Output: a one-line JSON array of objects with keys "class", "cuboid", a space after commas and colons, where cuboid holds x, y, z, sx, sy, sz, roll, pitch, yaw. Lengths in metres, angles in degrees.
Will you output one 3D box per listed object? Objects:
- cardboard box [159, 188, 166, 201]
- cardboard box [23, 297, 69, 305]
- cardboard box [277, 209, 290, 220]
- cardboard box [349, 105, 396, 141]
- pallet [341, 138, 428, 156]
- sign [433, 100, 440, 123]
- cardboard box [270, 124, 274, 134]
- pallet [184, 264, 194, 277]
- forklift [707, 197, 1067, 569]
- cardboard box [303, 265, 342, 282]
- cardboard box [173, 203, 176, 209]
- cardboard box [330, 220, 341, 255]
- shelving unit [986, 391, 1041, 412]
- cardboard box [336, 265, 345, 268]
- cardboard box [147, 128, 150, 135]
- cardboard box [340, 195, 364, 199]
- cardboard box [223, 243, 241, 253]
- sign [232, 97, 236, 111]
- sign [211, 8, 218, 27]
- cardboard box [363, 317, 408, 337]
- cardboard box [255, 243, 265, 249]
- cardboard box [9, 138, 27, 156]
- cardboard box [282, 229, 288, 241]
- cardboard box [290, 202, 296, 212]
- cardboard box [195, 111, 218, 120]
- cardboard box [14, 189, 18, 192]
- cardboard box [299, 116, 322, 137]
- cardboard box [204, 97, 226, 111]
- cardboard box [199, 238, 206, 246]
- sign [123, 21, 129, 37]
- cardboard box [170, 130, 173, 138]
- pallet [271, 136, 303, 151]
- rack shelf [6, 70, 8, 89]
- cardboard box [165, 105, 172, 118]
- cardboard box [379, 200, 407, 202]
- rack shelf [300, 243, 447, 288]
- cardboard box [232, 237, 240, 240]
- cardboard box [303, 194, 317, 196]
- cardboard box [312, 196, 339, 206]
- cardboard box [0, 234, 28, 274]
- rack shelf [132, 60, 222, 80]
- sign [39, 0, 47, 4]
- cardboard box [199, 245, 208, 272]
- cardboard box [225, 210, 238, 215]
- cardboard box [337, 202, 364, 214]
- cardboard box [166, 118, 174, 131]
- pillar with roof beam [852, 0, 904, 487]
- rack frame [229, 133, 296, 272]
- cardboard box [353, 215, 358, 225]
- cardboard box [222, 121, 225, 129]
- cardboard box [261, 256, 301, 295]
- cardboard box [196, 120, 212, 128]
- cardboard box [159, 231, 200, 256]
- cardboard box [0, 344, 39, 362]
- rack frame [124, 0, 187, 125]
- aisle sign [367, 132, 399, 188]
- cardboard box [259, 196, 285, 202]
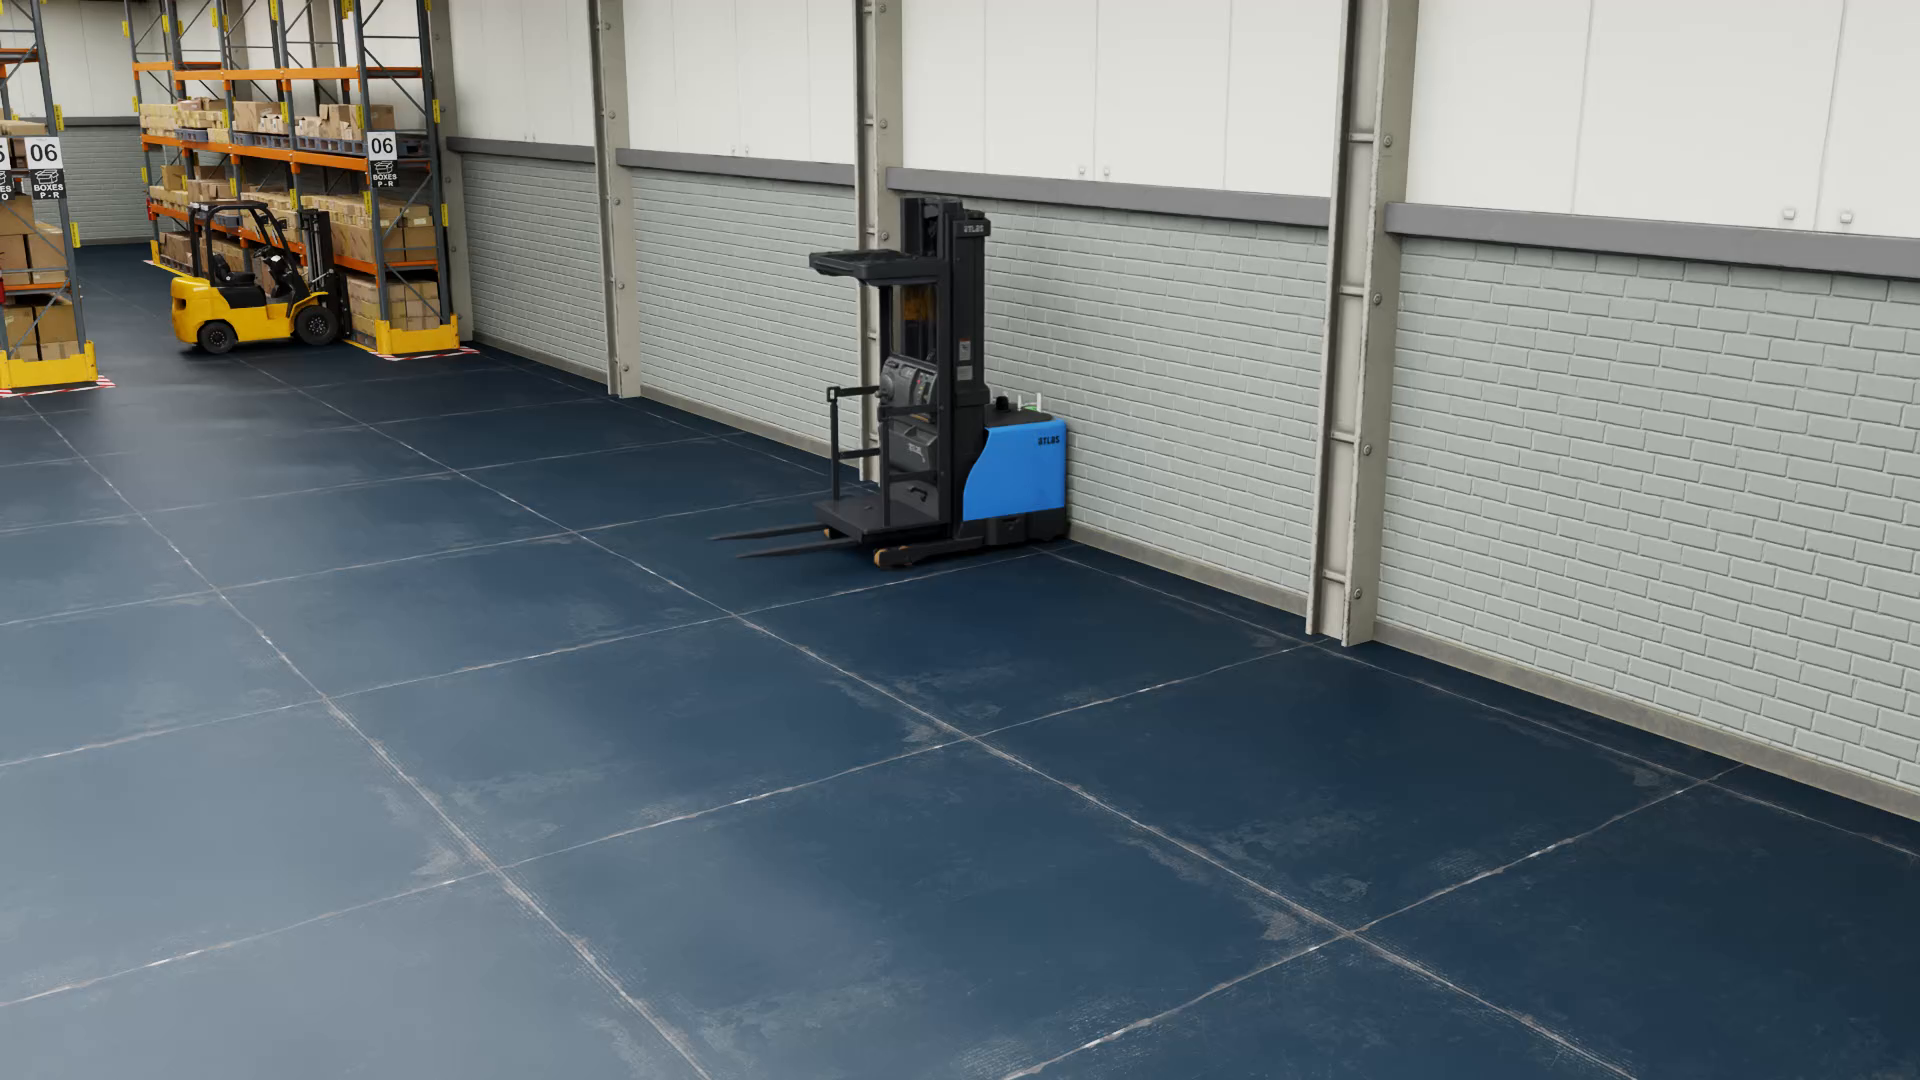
[{"class": "cardboard box", "cuboid": [-16.912, -7.442, 35.807, 0.500, 0.250, 0.500, -11, 19, -36]}, {"class": "cardboard box", "cuboid": [-12.739, -3.107, 23.237, 0.500, 0.500, 0.500, -12, 19, -37]}, {"class": "cardboard box", "cuboid": [-11.306, -5.506, 28.347, 0.500, 0.250, 0.500, -11, 19, -36]}, {"class": "cardboard box", "cuboid": [-8.608, -6.111, 24.366, 0.500, 0.500, 0.500, -10, 18, -33]}, {"class": "pallet", "cuboid": [-8.545, -5.868, 24.819, 1.003, 0.211, 1.213, -11, 19, -35]}, {"class": "sign", "cuboid": [-7.698, -6.300, 24.425, 0.100, 0.325, 0.005, -11, 19, -35]}, {"class": "cardboard box", "cuboid": [-11.394, -6.927, 28.012, 0.380, 0.149, 0.250, -11, 19, -35]}, {"class": "pallet", "cuboid": [-15.609, -5.673, 34.904, 1.003, 0.211, 1.213, -11, 19, -35]}, {"class": "forklift", "cuboid": [-0.611, -1.332, 13.890, 3.031, 2.935, 1.130, -8, 17, -28]}, {"class": "cardboard box", "cuboid": [-10.472, -4.370, 27.378, 0.500, 0.250, 0.500, -11, 19, -35]}, {"class": "cardboard box", "cuboid": [-16.491, -7.111, 35.352, 0.380, 0.149, 0.250, -11, 19, -35]}, {"class": "cardboard box", "cuboid": [-9.556, -4.749, 26.054, 0.500, 0.500, 0.500, -11, 19, -34]}, {"class": "shelving unit", "cuboid": [0.480, -0.714, 14.873, 0.258, 1.200, 0.503, -9, 12, -35]}, {"class": "cardboard box", "cuboid": [-10.056, -4.446, 27.659, 0.500, 0.250, 0.500, -10, 18, -33]}, {"class": "cardboard box", "cuboid": [-17.559, -8.947, 36.377, 0.380, 0.149, 0.250, -10, 18, -33]}, {"class": "cardboard box", "cuboid": [-9.956, -5.586, 27.323, 0.380, 0.149, 0.250, -11, 19, -36]}, {"class": "cardboard box", "cuboid": [-14.106, -5.680, 32.359, 0.380, 0.149, 0.250, -12, 19, -37]}, {"class": "sign", "cuboid": [-14.759, -8.844, 33.800, 0.100, 0.325, 0.005, -11, 19, -35]}, {"class": "sign", "cuboid": [-13.287, -9.313, 29.637, 0.100, 0.325, 0.005, -11, 19, -35]}, {"class": "cardboard box", "cuboid": [-8.682, -3.236, 25.132, 0.500, 0.250, 0.500, -11, 19, -34]}, {"class": "cardboard box", "cuboid": [-13.532, -5.709, 32.463, 0.380, 0.149, 0.250, -11, 19, -36]}, {"class": "cardboard box", "cuboid": [-12.243, -5.204, 21.947, 0.500, 0.250, 0.500, -11, 19, -36]}, {"class": "cardboard box", "cuboid": [-11.310, -5.264, 28.411, 0.500, 0.250, 0.500, -11, 19, -35]}, {"class": "cardboard box", "cuboid": [-11.049, -5.615, 27.991, 0.380, 0.149, 0.250, -11, 19, -35]}, {"class": "cardboard box", "cuboid": [-14.432, -8.140, 31.879, 0.380, 0.149, 0.250, -11, 19, -34]}, {"class": "cardboard box", "cuboid": [-13.496, -4.617, 23.116, 0.700, 0.500, 0.500, -11, 19, -35]}, {"class": "cardboard box", "cuboid": [-10.210, -6.602, 26.518, 0.500, 0.311, 0.500, -10, 18, -33]}, {"class": "cardboard box", "cuboid": [-14.788, -8.685, 33.086, 0.396, 0.266, 0.258, -11, 19, -35]}, {"class": "cardboard box", "cuboid": [-15.210, -6.063, 33.757, 0.380, 0.149, 0.250, -10, 18, -32]}, {"class": "sign", "cuboid": [-17.997, -11.023, 35.887, 0.100, 0.325, 0.005, -11, 19, -35]}, {"class": "cardboard box", "cuboid": [-16.089, -8.392, 34.351, 0.380, 0.149, 0.250, -11, 19, -35]}, {"class": "pallet", "cuboid": [-11.031, -6.704, 28.068, 0.805, 0.209, 1.217, -12, 19, -37]}, {"class": "rack shelf", "cuboid": [-15.691, -7.172, 25.856, 1.077, 0.370, 4.000, -11, 19, -35]}, {"class": "cardboard box", "cuboid": [-16.003, -8.808, 34.166, 0.500, 0.250, 0.500, -11, 19, -35]}, {"class": "cardboard box", "cuboid": [-8.852, -5.212, 25.957, 0.380, 0.149, 0.250, -11, 19, -36]}, {"class": "rack shelf", "cuboid": [-9.326, -4.389, 26.292, 1.077, 0.370, 4.000, -11, 19, -35]}, {"class": "cardboard box", "cuboid": [-14.597, -6.092, 33.862, 0.380, 0.149, 0.250, -11, 19, -35]}, {"class": "cardboard box", "cuboid": [-11.646, -6.087, 29.716, 0.380, 0.149, 0.250, -11, 19, -35]}, {"class": "cardboard box", "cuboid": [-10.314, -5.514, 27.060, 0.380, 0.149, 0.250, -11, 19, -34]}, {"class": "cardboard box", "cuboid": [-12.705, -3.802, 22.034, 0.500, 0.500, 0.500, -11, 19, -36]}, {"class": "rack shelf", "cuboid": [-16.382, -9.843, 34.863, 1.077, 0.370, 4.000, -11, 19, -35]}, {"class": "sign", "cuboid": [-11.724, -7.004, 21.201, 0.100, 0.325, 0.005, -11, 19, -35]}, {"class": "cardboard box", "cuboid": [-15.104, -5.730, 33.769, 0.500, 0.500, 0.500, -10, 18, -32]}, {"class": "cardboard box", "cuboid": [-13.551, -6.179, 31.151, 0.380, 0.149, 0.250, -10, 18, -34]}, {"class": "cardboard box", "cuboid": [-9.363, -5.114, 25.598, 0.380, 0.149, 0.250, -10, 18, -33]}, {"class": "cardboard box", "cuboid": [-16.006, -8.563, 34.218, 0.500, 0.250, 0.500, -12, 19, -36]}, {"class": "pillar with roof beam", "cuboid": [-4.257, -4.260, 13.096, 9.100, 9.000, 0.400, -11, 19, -35]}, {"class": "rack frame", "cuboid": [-12.854, -6.017, 30.878, 1.000, 3.000, 0.127, -11, 19, -35]}, {"class": "cardboard box", "cuboid": [-8.995, -4.870, 25.269, 0.380, 0.149, 0.250, -11, 19, -35]}, {"class": "cardboard box", "cuboid": [-13.528, -7.741, 31.022, 0.380, 0.149, 0.250, -10, 18, -33]}, {"class": "cardboard box", "cuboid": [-12.108, -4.801, 30.137, 0.875, 0.625, 0.625, -10, 18, -33]}, {"class": "cardboard box", "cuboid": [-14.428, -7.998, 31.924, 0.380, 0.149, 0.250, -10, 18, -33]}, {"class": "cardboard box", "cuboid": [-17.275, -6.579, 36.863, 0.797, 0.503, 0.637, -12, 19, -37]}, {"class": "cardboard box", "cuboid": [-12.870, -2.550, 22.623, 0.500, 0.250, 0.500, -11, 19, -35]}, {"class": "rack frame", "cuboid": [-17.558, -10.619, 36.328, 1.000, 3.000, 0.127, -11, 19, -35]}, {"class": "aisle sign", "cuboid": [-8.349, -5.503, 24.076, 0.394, 0.787, 0.004, -11, 19, -35]}, {"class": "cardboard box", "cuboid": [-12.138, -5.990, 29.363, 0.380, 0.149, 0.250, -10, 18, -33]}]
